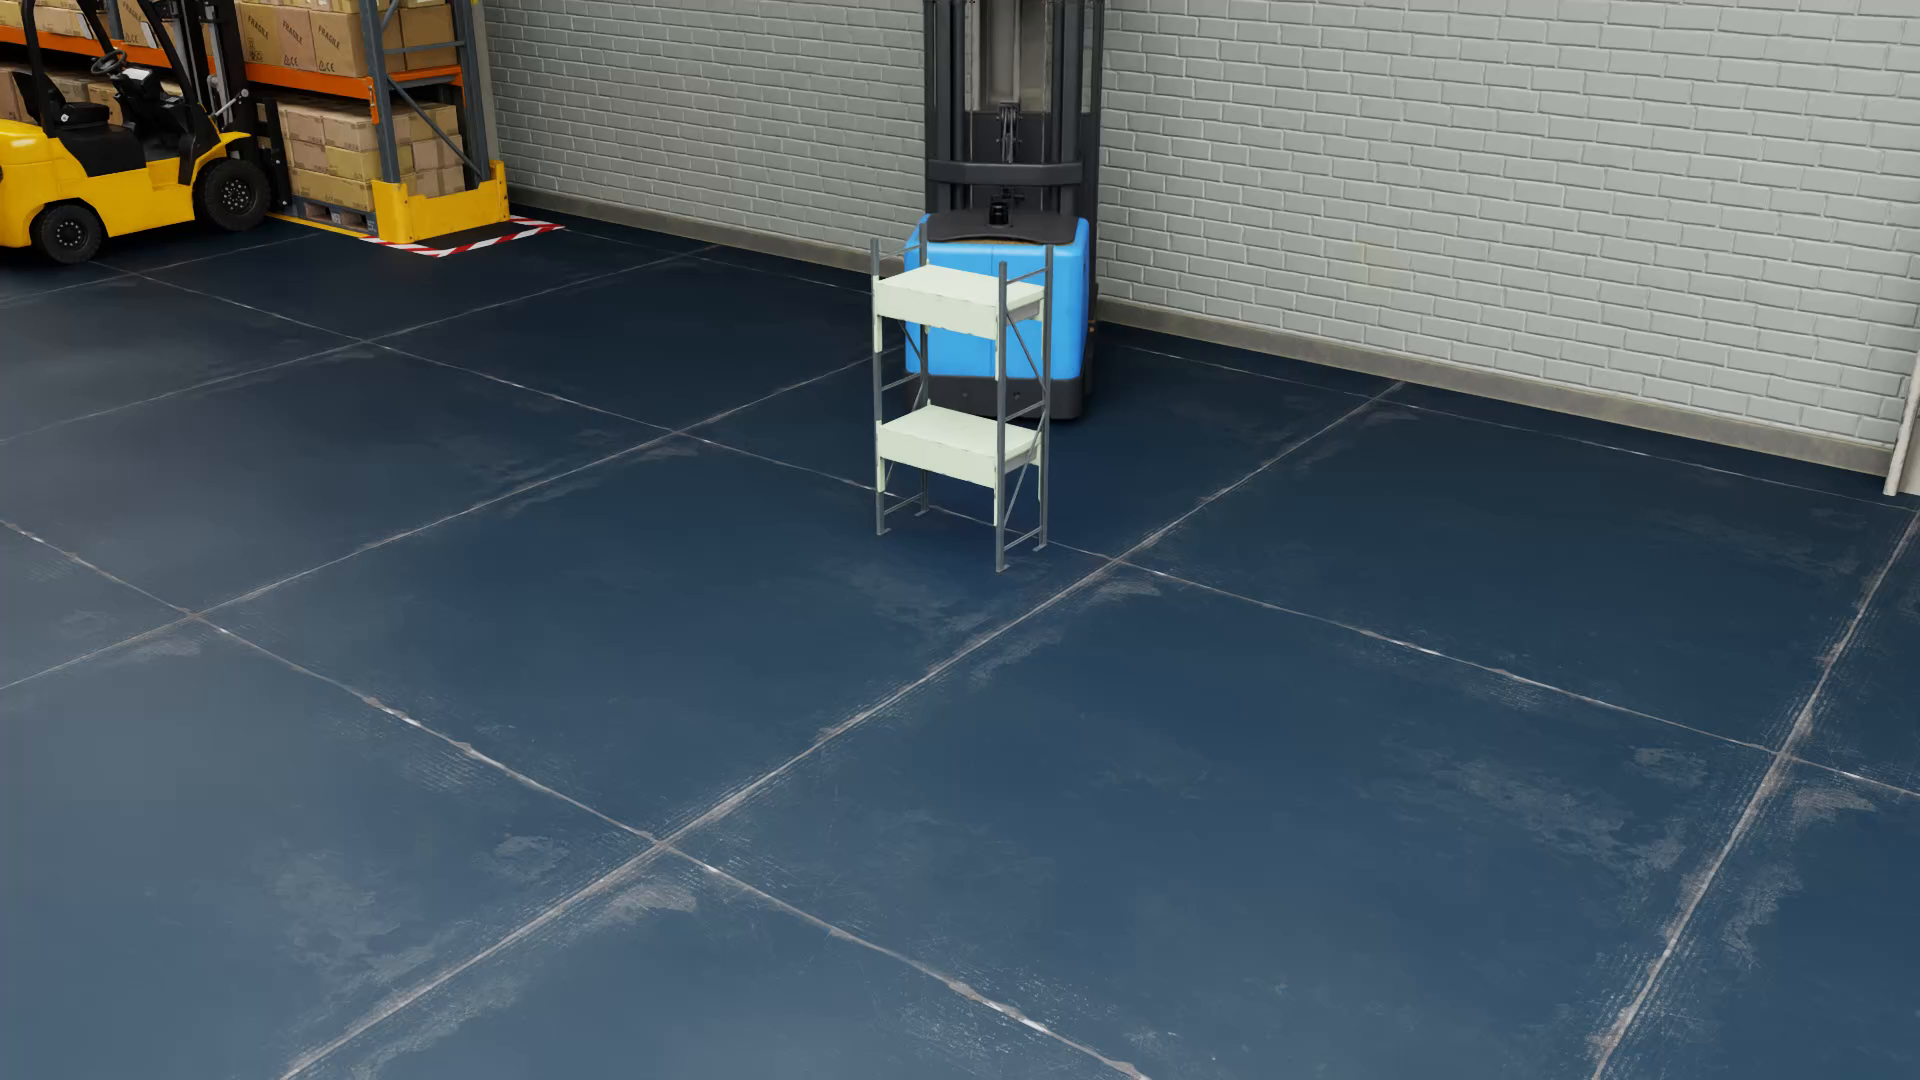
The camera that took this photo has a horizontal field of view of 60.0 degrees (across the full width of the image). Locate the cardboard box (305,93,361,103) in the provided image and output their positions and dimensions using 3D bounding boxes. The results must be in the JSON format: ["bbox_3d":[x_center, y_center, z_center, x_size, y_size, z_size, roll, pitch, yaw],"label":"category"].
[{"bbox_3d":[-5.516,-3.875,14.973,0.500,0.250,0.500,17,29,33],"label":"cardboard box"}]

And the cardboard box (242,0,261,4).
[{"bbox_3d":[-5.935,-4.700,14.269,0.250,0.149,0.380,17,29,34],"label":"cardboard box"}]

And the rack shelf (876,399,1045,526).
[{"bbox_3d":[0.005,-0.386,8.075,0.720,0.370,0.431,17,29,33],"label":"rack shelf"}]

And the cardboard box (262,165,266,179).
[{"bbox_3d":[-6.230,-3.373,15.075,0.500,0.250,0.500,18,29,35],"label":"cardboard box"}]

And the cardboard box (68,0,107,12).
[{"bbox_3d":[-8.196,-5.226,15.956,0.500,0.250,0.500,16,28,32],"label":"cardboard box"}]

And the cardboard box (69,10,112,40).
[{"bbox_3d":[-8.210,-4.998,16.060,0.500,0.250,0.500,18,29,34],"label":"cardboard box"}]

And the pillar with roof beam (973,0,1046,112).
[{"bbox_3d":[-2.246,-4.427,7.136,0.400,9.000,9.100,17,29,33],"label":"pillar with roof beam"}]

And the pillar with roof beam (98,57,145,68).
[{"bbox_3d":[-11.848,-7.328,13.722,0.400,9.000,9.100,17,29,33],"label":"pillar with roof beam"}]

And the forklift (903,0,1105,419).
[{"bbox_3d":[0.352,-2.602,10.521,1.130,2.935,3.031,3,24,6],"label":"forklift"}]

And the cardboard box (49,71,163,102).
[{"bbox_3d":[-8.690,-4.447,17.048,0.625,0.625,0.875,16,29,33],"label":"cardboard box"}]

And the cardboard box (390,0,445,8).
[{"bbox_3d":[-4.565,-4.570,13.974,0.250,0.149,0.380,16,28,32],"label":"cardboard box"}]

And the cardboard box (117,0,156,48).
[{"bbox_3d":[-7.451,-4.884,15.489,0.500,0.500,0.500,16,28,32],"label":"cardboard box"}]

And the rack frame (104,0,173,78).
[{"bbox_3d":[-7.649,-5.029,15.944,0.127,3.000,1.000,17,29,33],"label":"rack frame"}]

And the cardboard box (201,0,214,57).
[{"bbox_3d":[-6.618,-4.641,14.939,0.500,0.500,0.500,16,29,33],"label":"cardboard box"}]

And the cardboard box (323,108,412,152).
[{"bbox_3d":[-5.004,-3.464,14.041,0.500,0.250,0.500,18,29,35],"label":"cardboard box"}]

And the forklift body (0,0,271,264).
[{"bbox_3d":[-7.060,-3.544,13.625,1.214,2.155,2.313,17,29,33],"label":"forklift body"}]

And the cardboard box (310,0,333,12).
[{"bbox_3d":[-5.117,-4.450,13.702,0.250,0.149,0.380,17,29,34],"label":"cardboard box"}]

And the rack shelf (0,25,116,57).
[{"bbox_3d":[-9.250,-5.184,17.187,4.000,0.370,1.077,17,29,33],"label":"rack shelf"}]

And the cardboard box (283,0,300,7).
[{"bbox_3d":[-5.479,-4.596,14.033,0.250,0.149,0.380,17,29,33],"label":"cardboard box"}]

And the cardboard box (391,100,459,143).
[{"bbox_3d":[-4.720,-3.631,14.419,0.500,0.250,0.500,16,29,33],"label":"cardboard box"}]

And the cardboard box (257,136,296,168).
[{"bbox_3d":[-5.846,-3.484,14.707,0.500,0.250,0.500,16,28,32],"label":"cardboard box"}]

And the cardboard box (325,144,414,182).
[{"bbox_3d":[-5.026,-3.242,14.156,0.500,0.250,0.500,16,29,33],"label":"cardboard box"}]

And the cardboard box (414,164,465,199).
[{"bbox_3d":[-4.724,-3.178,14.631,0.500,0.250,0.500,17,29,34],"label":"cardboard box"}]

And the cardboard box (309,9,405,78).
[{"bbox_3d":[-5.000,-4.142,13.807,0.500,0.500,0.500,16,28,32],"label":"cardboard box"}]

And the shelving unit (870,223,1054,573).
[{"bbox_3d":[0.005,-0.685,7.944,0.755,1.500,0.431,17,29,33],"label":"shelving unit"}]

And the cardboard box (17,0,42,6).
[{"bbox_3d":[-9.017,-5.473,16.518,0.500,0.250,0.500,17,29,34],"label":"cardboard box"}]

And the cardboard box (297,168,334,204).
[{"bbox_3d":[-5.406,-3.131,14.525,0.500,0.250,0.500,17,29,33],"label":"cardboard box"}]

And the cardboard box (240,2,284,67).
[{"bbox_3d":[-5.820,-4.394,14.379,0.500,0.500,0.500,16,29,32],"label":"cardboard box"}]

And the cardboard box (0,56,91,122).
[{"bbox_3d":[-9.832,-4.791,17.829,0.625,0.625,0.875,18,29,35],"label":"cardboard box"}]

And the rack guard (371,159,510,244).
[{"bbox_3d":[-4.430,-2.912,14.240,0.348,0.500,1.175,17,29,33],"label":"rack guard"}]

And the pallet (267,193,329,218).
[{"bbox_3d":[-6.058,-3.253,15.370,1.213,0.211,1.003,17,29,33],"label":"pallet"}]

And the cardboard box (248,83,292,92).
[{"bbox_3d":[-6.329,-4.120,15.529,0.500,0.250,0.500,17,29,34],"label":"cardboard box"}]

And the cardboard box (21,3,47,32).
[{"bbox_3d":[-8.994,-5.248,16.626,0.500,0.250,0.500,17,29,34],"label":"cardboard box"}]

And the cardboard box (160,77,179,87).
[{"bbox_3d":[-7.451,-4.203,15.717,0.500,0.250,0.500,16,29,33],"label":"cardboard box"}]

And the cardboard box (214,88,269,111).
[{"bbox_3d":[-6.642,-3.959,15.164,0.500,0.250,0.500,18,29,35],"label":"cardboard box"}]

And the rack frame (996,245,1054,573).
[{"bbox_3d":[0.298,-0.596,7.743,0.023,1.500,0.400,17,29,33],"label":"rack frame"}]

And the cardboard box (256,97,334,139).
[{"bbox_3d":[-5.826,-3.705,14.587,0.500,0.250,0.500,17,29,34],"label":"cardboard box"}]
